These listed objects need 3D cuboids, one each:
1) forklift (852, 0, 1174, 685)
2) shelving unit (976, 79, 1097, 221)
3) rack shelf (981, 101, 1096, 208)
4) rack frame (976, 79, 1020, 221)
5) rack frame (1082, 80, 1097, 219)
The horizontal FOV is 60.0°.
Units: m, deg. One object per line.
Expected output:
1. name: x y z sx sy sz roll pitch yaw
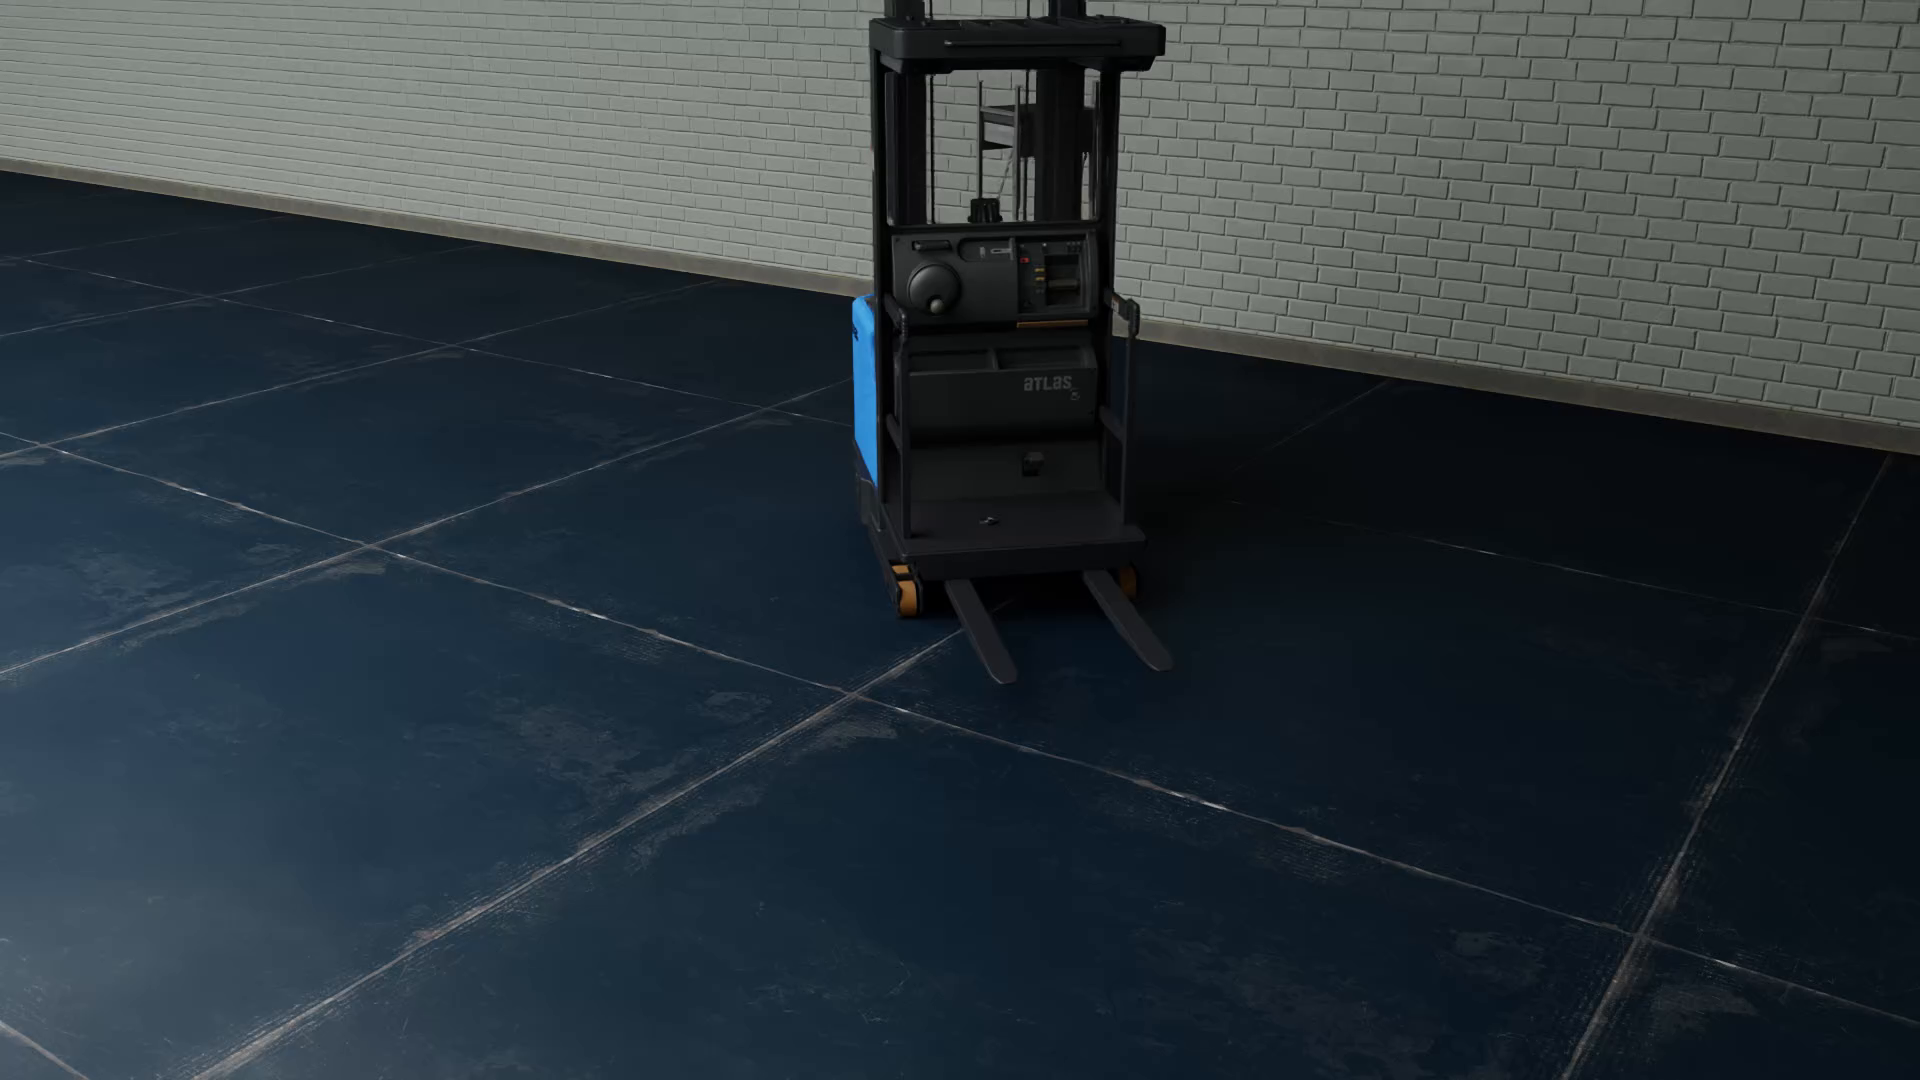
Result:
1. forklift: 0.202 -1.170 7.202 1.130 2.935 3.031 -4 21 -10
2. shelving unit: 0.403 -1.438 9.125 0.503 2.100 0.431 -12 23 -29
3. rack shelf: 0.403 -2.082 8.887 0.480 0.518 0.431 -12 23 -29
4. rack frame: 0.195 -1.394 9.006 0.015 2.100 0.400 -12 23 -29
5. rack frame: 0.612 -1.482 9.245 0.015 2.100 0.400 -12 23 -29
